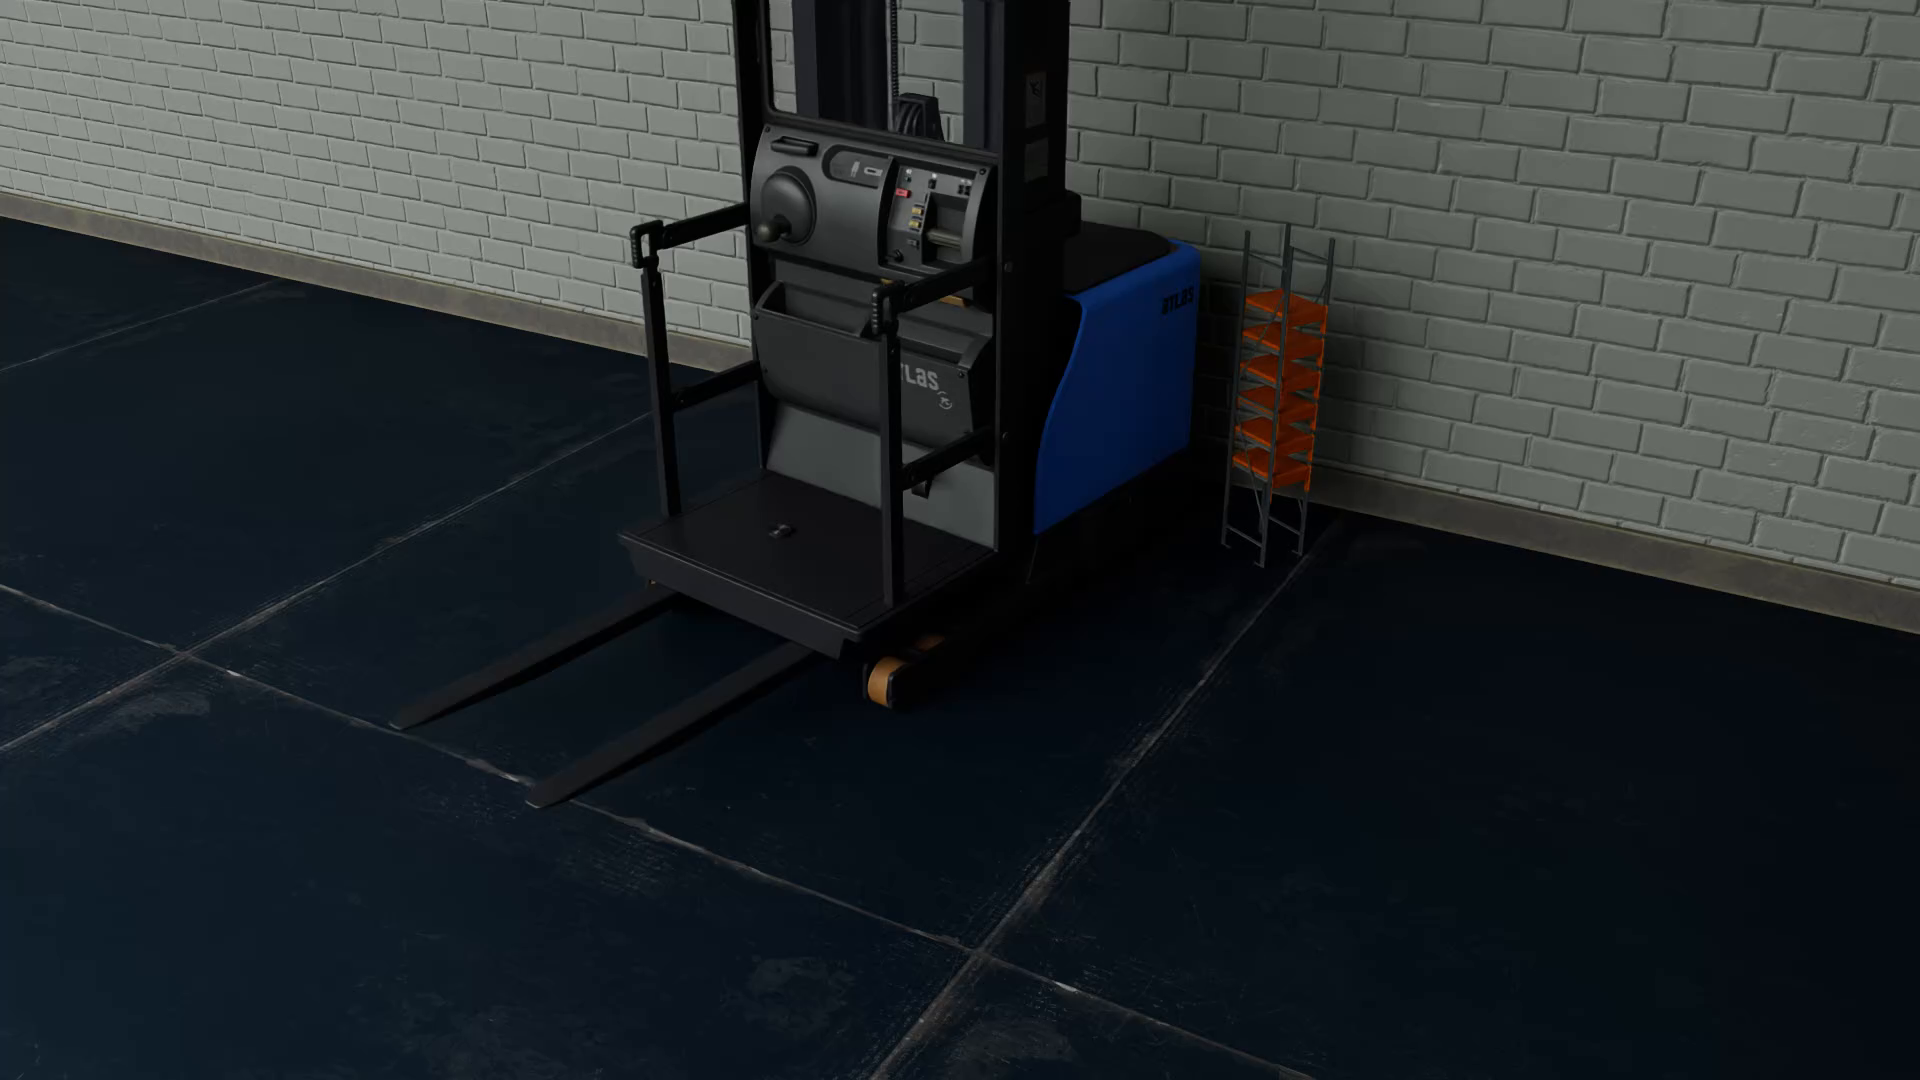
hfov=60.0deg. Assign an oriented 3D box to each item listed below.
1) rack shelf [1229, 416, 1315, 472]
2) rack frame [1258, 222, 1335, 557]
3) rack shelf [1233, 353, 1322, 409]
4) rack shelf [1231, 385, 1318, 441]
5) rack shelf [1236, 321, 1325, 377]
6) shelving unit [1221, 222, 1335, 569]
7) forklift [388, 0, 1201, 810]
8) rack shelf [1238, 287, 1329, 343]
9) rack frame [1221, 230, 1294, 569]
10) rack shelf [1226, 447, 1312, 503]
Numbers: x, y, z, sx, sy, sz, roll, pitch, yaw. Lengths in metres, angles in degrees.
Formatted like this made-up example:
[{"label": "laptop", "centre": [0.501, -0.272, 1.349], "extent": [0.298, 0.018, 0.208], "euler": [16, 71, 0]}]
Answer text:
[{"label": "rack shelf", "centre": [1.120, -0.353, 5.982], "extent": [0.180, 0.103, 0.258], "euler": [-15, 30, -28]}, {"label": "rack frame", "centre": [1.198, -0.522, 5.952], "extent": [0.006, 1.200, 0.240], "euler": [-15, 30, -28]}, {"label": "rack shelf", "centre": [1.120, -0.568, 5.875], "extent": [0.180, 0.103, 0.258], "euler": [-15, 30, -28]}, {"label": "rack shelf", "centre": [1.120, -0.460, 5.929], "extent": [0.180, 0.103, 0.258], "euler": [-15, 30, -28]}, {"label": "rack shelf", "centre": [1.120, -0.675, 5.821], "extent": [0.180, 0.103, 0.258], "euler": [-15, 30, -28]}, {"label": "shelving unit", "centre": [1.120, -0.500, 5.909], "extent": [0.189, 1.200, 0.258], "euler": [-15, 30, -28]}, {"label": "forklift", "centre": [-0.424, -1.032, 5.037], "extent": [1.130, 2.935, 3.031], "euler": [20, 33, 34]}, {"label": "rack shelf", "centre": [1.120, -0.782, 5.768], "extent": [0.180, 0.103, 0.258], "euler": [-15, 30, -28]}, {"label": "rack frame", "centre": [1.042, -0.479, 5.866], "extent": [0.006, 1.200, 0.240], "euler": [-15, 30, -28]}, {"label": "rack shelf", "centre": [1.120, -0.246, 6.036], "extent": [0.180, 0.103, 0.258], "euler": [-15, 30, -28]}]
